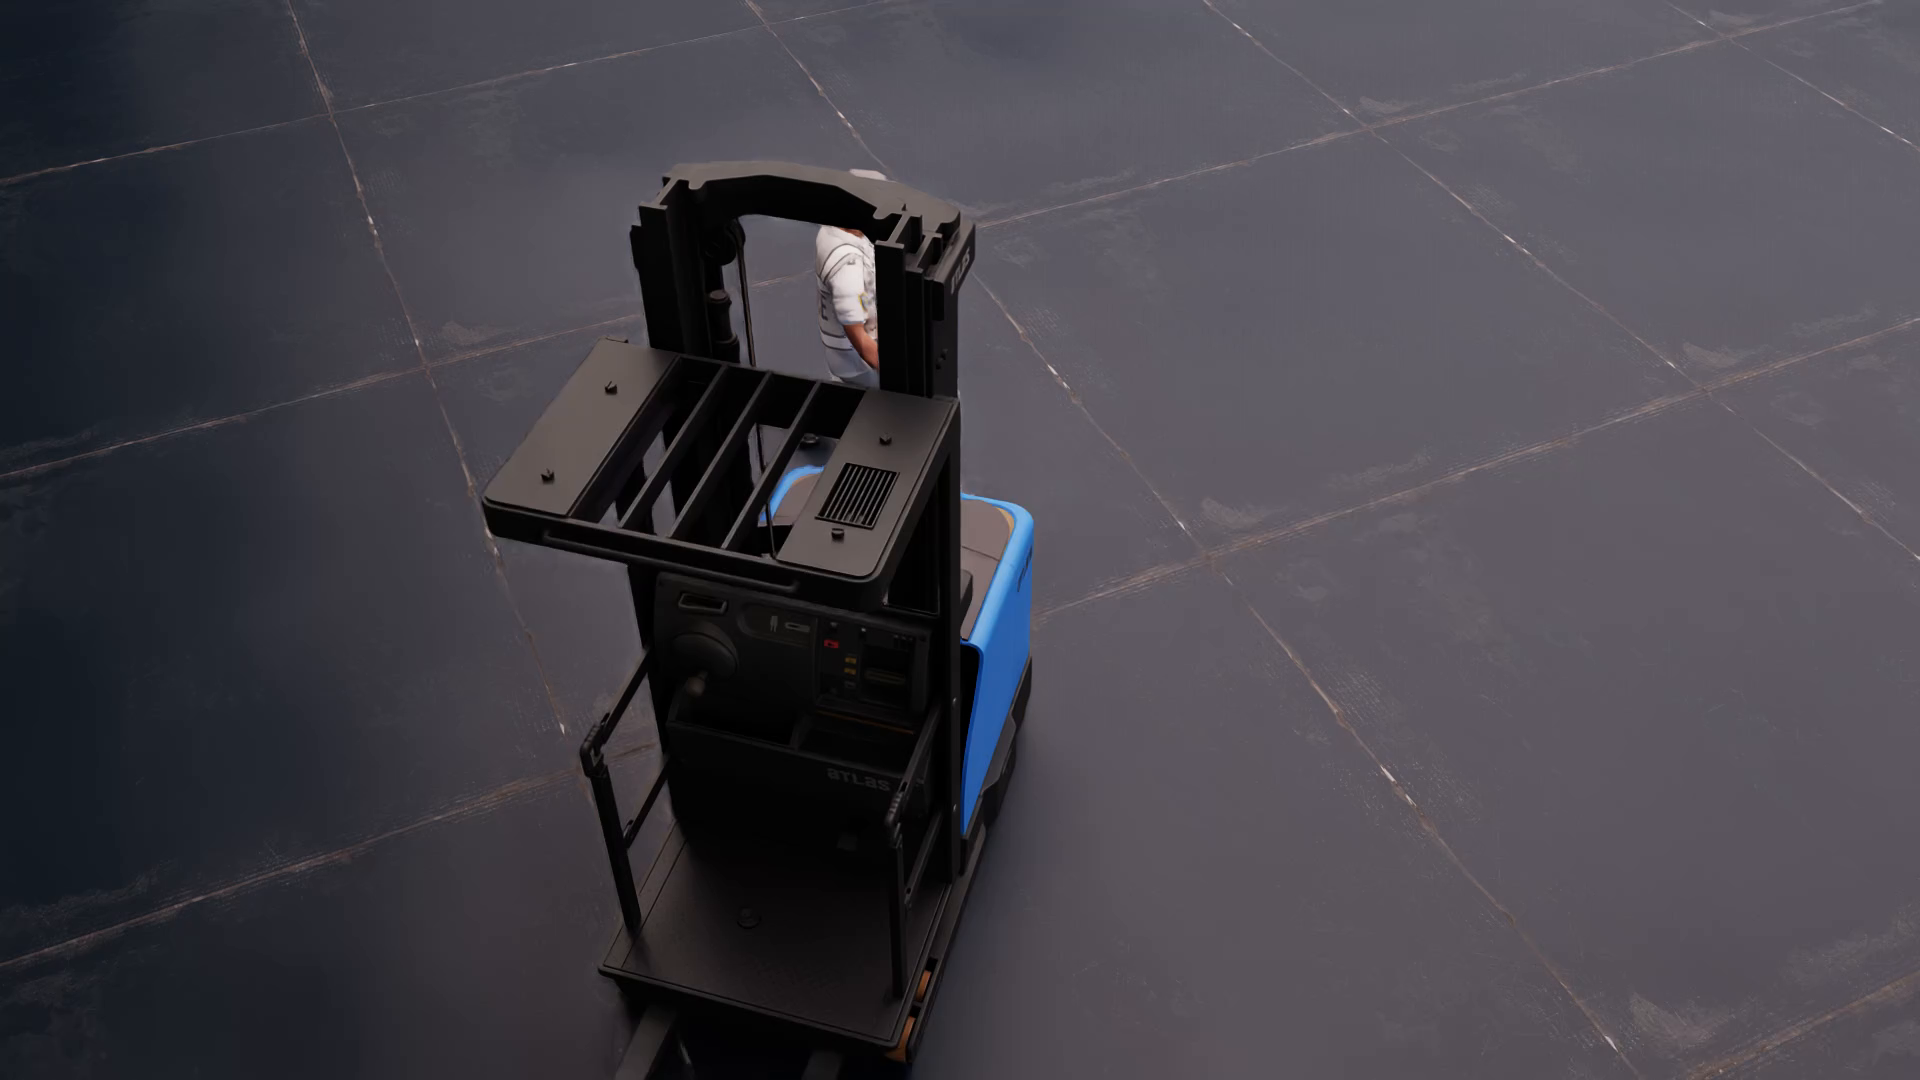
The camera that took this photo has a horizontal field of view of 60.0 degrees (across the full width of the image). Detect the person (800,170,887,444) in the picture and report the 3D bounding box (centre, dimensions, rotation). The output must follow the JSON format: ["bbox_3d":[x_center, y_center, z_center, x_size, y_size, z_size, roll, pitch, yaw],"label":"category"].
[{"bbox_3d":[-0.424,-0.971,7.725,0.721,1.628,0.971,-7,43,-7],"label":"person"}]

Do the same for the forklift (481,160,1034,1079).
[{"bbox_3d":[-0.603,0.456,5.191,1.130,2.935,3.031,11,44,12],"label":"forklift"}]
